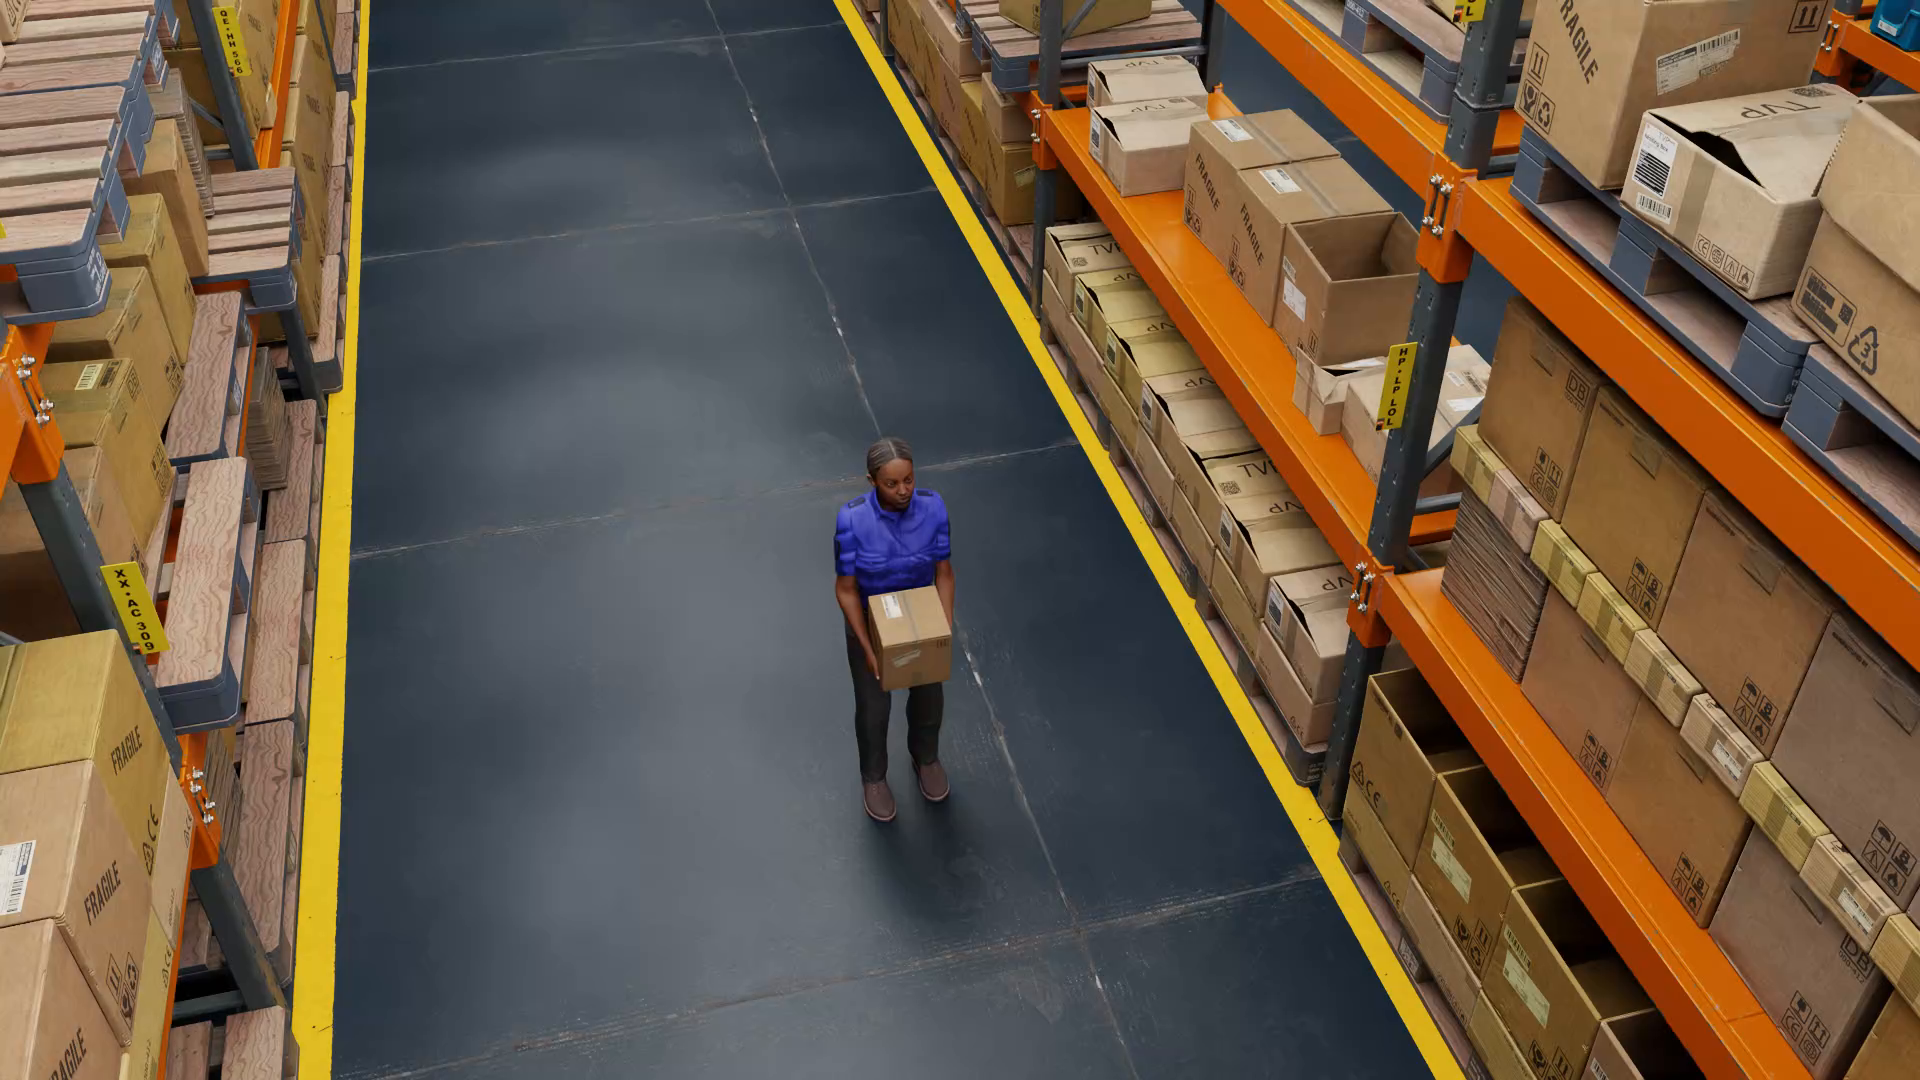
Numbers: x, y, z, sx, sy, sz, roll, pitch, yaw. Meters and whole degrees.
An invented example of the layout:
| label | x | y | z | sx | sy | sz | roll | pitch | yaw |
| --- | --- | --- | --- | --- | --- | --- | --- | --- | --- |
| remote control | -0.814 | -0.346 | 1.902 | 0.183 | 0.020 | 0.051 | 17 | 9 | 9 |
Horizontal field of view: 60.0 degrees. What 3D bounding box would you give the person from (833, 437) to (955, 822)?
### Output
| label | x | y | z | sx | sy | sz | roll | pitch | yaw |
| --- | --- | --- | --- | --- | --- | --- | --- | --- | --- |
| person | -0.227 | 0.381 | 6.245 | 0.449 | 1.655 | 0.500 | -9 | 39 | -11 |
